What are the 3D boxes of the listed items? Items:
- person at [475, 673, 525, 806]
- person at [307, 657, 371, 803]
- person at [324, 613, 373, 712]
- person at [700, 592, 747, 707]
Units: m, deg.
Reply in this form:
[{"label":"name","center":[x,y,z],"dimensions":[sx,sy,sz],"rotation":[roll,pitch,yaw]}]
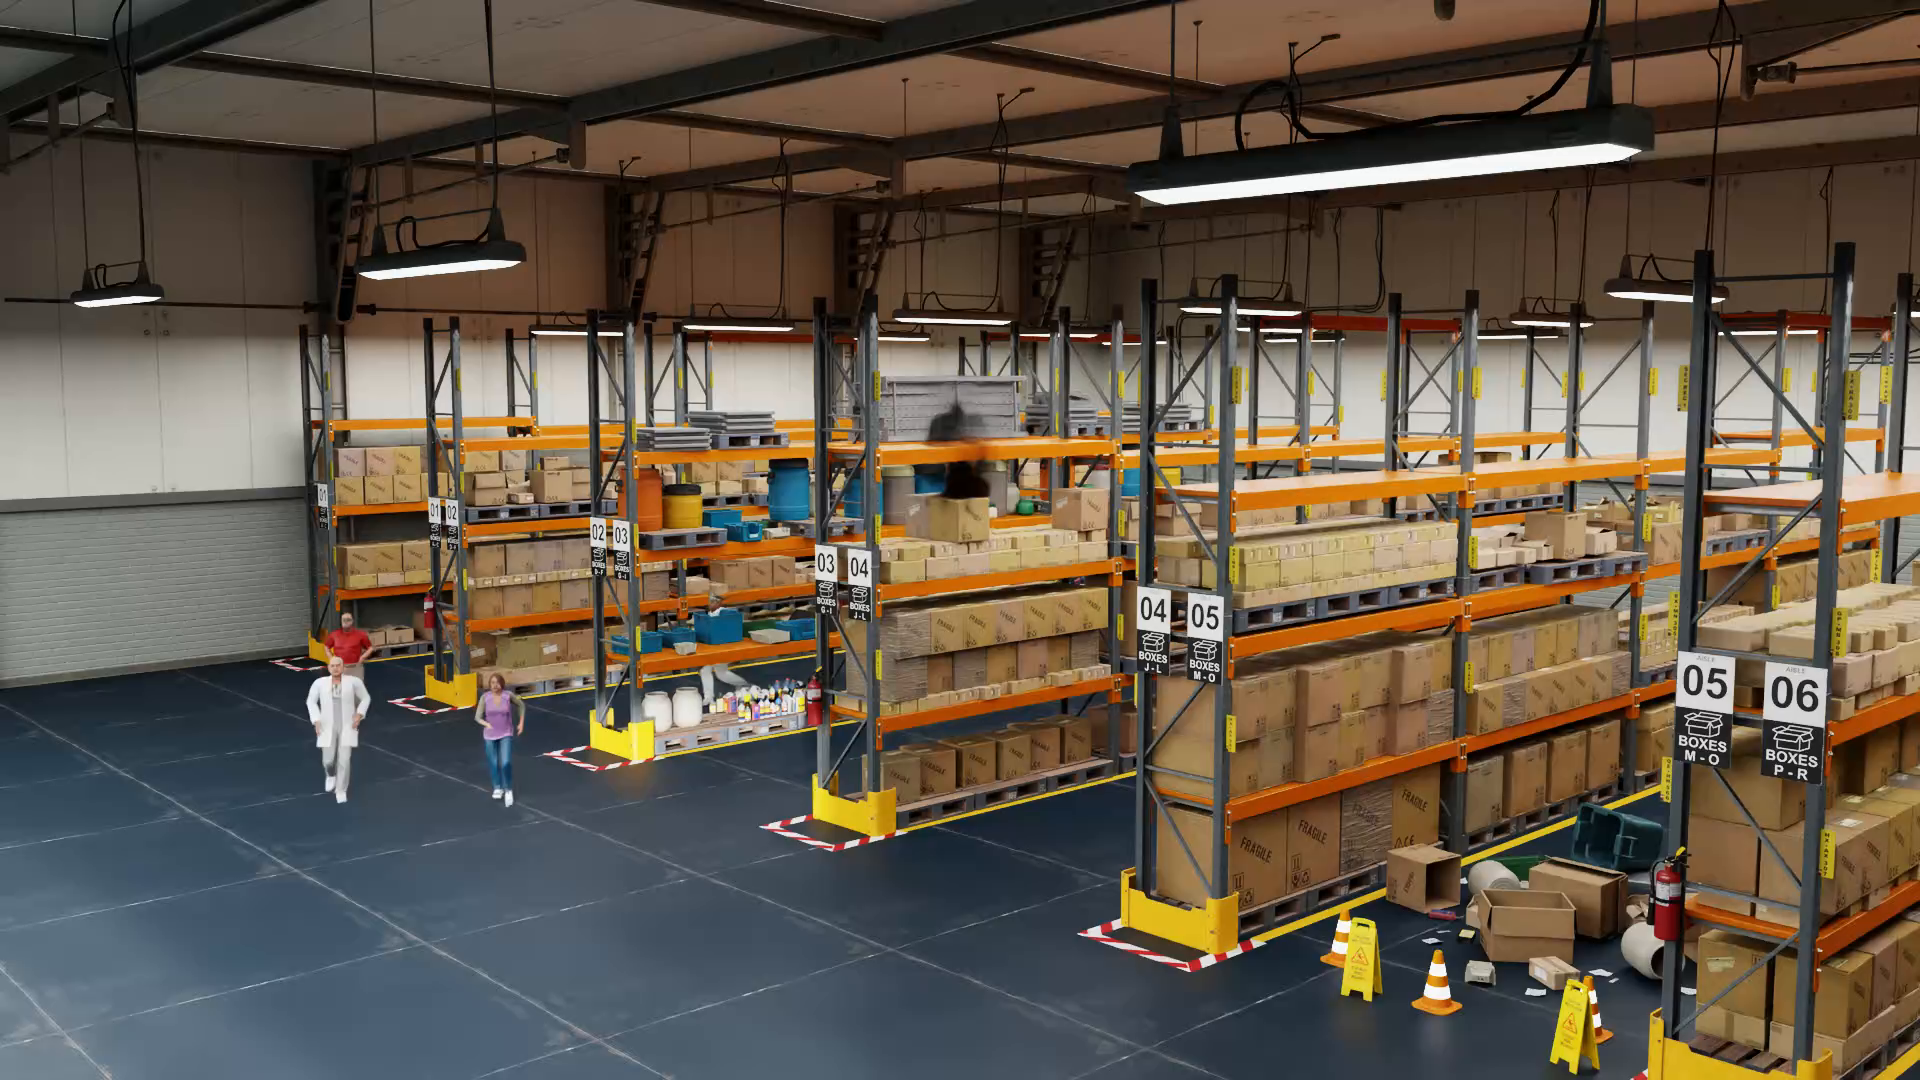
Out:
[{"label":"person","center":[-5.483,2.383,19.824],"dimensions":[0.566,1.624,0.670],"rotation":[-1,6,-10]},{"label":"person","center":[-7.517,2.271,20.160],"dimensions":[0.731,1.748,0.636],"rotation":[-2,6,-18]},{"label":"person","center":[-8.864,1.895,24.100],"dimensions":[0.679,1.680,0.598],"rotation":[-1,6,-14]},{"label":"person","center":[-3.745,1.688,25.905],"dimensions":[0.844,1.784,0.675],"rotation":[-6,8,-44]}]
